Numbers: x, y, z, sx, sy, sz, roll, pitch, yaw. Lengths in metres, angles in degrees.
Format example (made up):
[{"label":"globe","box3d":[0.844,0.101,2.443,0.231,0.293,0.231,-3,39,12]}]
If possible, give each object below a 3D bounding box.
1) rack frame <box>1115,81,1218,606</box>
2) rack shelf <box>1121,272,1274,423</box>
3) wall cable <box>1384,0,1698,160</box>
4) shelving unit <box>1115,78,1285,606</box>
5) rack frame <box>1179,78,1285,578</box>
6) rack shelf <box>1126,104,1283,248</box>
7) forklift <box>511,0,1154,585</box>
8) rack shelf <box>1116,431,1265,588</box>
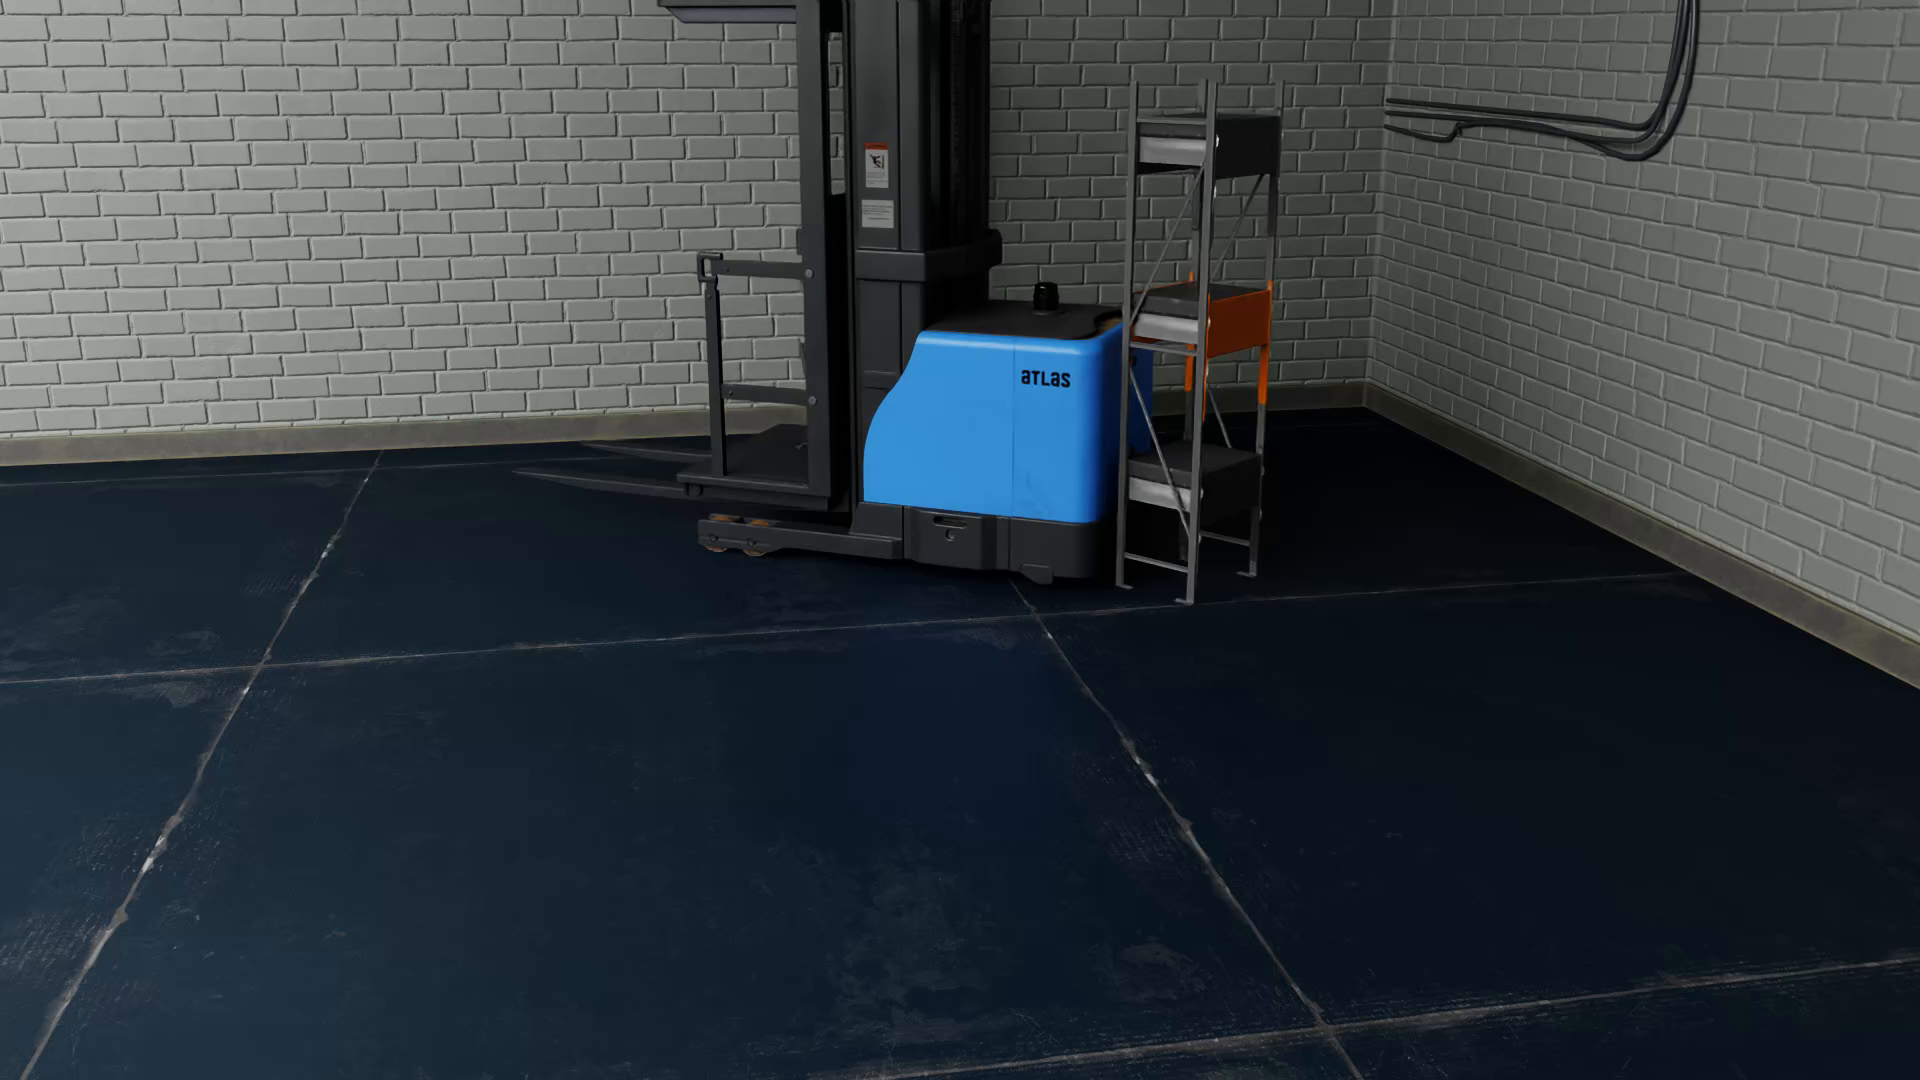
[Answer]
[{"label":"rack frame","box3d":[0.825,-0.771,6.744,0.400,2.100,0.015,14,22,39]},{"label":"rack shelf","box3d":[0.986,-0.811,6.923,0.431,0.518,0.480,14,22,39]},{"label":"wall cable","box3d":[2.821,-3.249,8.351,0.112,2.526,3.097,-3,17,-10]},{"label":"shelving unit","box3d":[0.986,-0.824,6.919,0.431,2.100,0.503,14,22,39]},{"label":"rack frame","box3d":[1.147,-0.878,7.094,0.400,2.100,0.015,14,22,39]},{"label":"rack shelf","box3d":[0.986,-1.480,6.718,0.431,0.518,0.480,14,22,39]},{"label":"forklift","box3d":[-0.668,-1.460,7.574,3.031,2.935,1.130,6,18,20]},{"label":"rack shelf","box3d":[0.986,-0.142,7.129,0.431,0.518,0.480,14,22,39]}]
